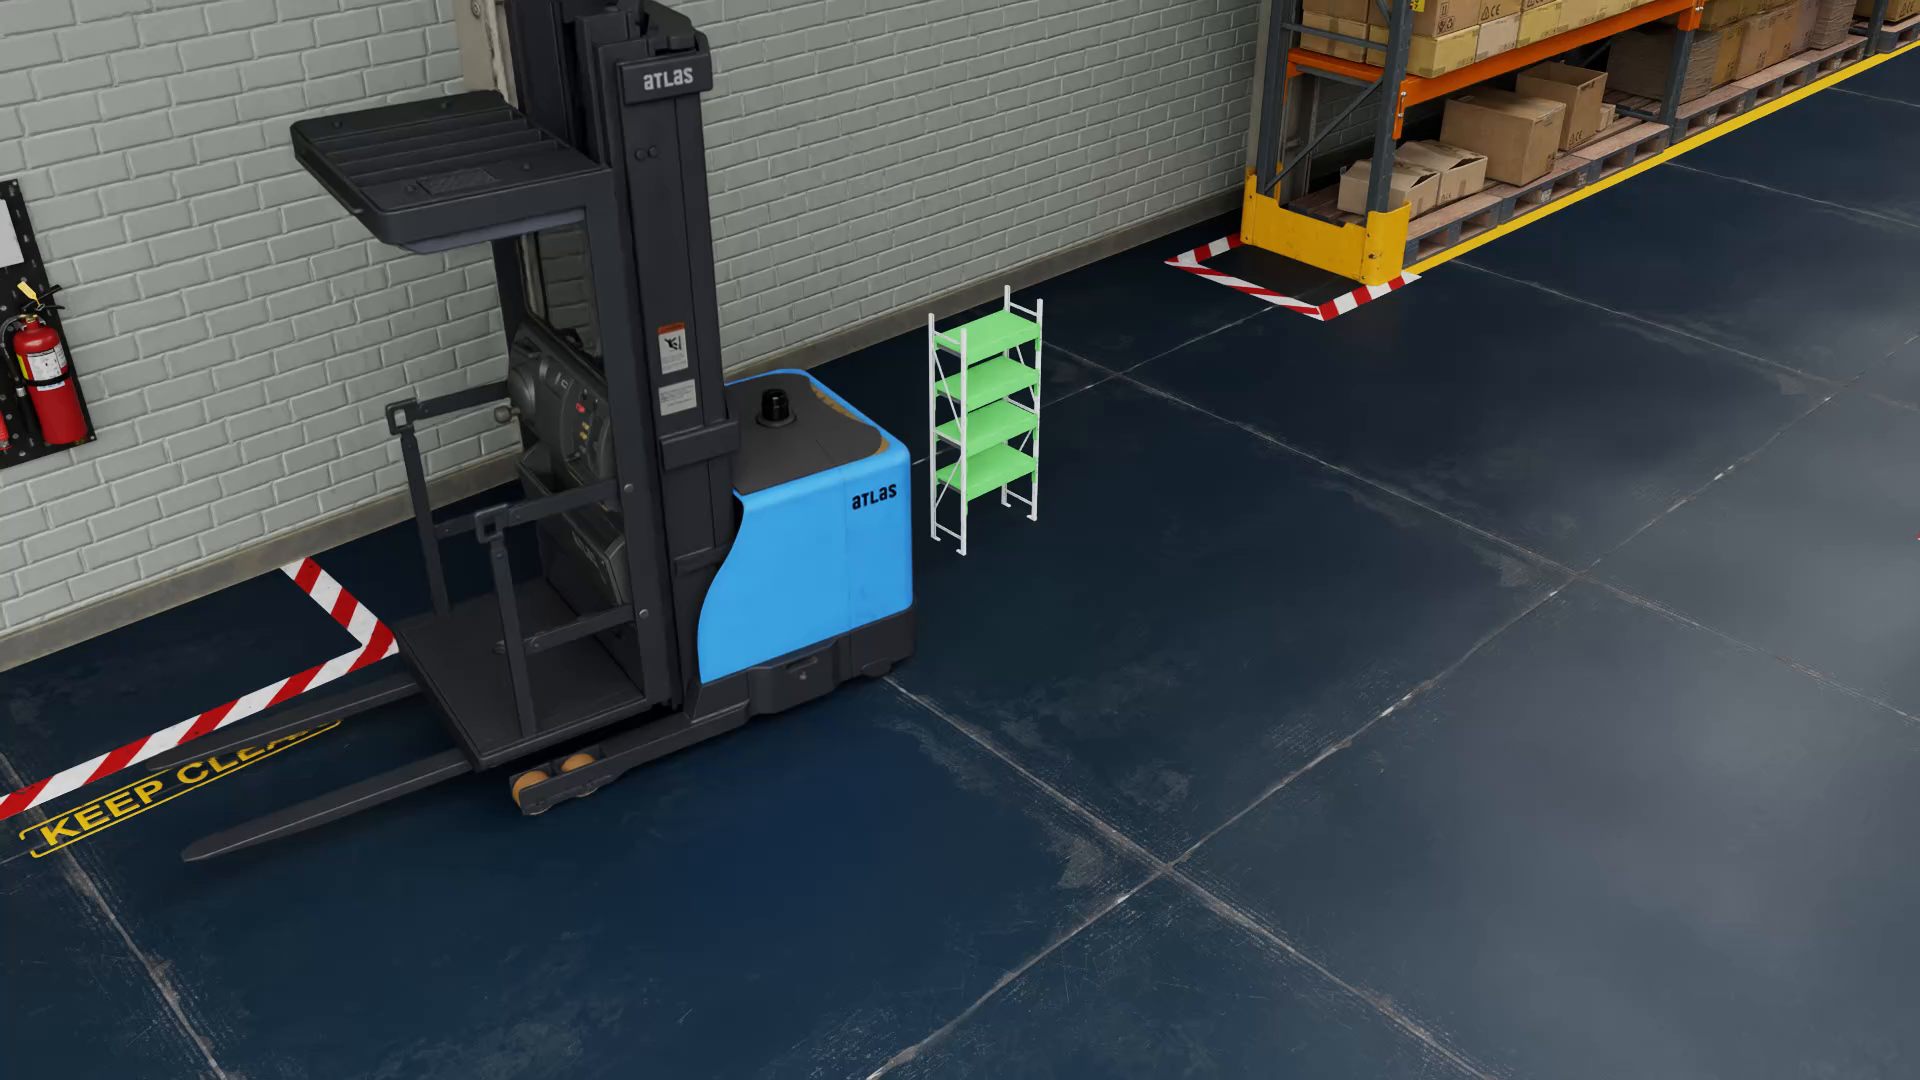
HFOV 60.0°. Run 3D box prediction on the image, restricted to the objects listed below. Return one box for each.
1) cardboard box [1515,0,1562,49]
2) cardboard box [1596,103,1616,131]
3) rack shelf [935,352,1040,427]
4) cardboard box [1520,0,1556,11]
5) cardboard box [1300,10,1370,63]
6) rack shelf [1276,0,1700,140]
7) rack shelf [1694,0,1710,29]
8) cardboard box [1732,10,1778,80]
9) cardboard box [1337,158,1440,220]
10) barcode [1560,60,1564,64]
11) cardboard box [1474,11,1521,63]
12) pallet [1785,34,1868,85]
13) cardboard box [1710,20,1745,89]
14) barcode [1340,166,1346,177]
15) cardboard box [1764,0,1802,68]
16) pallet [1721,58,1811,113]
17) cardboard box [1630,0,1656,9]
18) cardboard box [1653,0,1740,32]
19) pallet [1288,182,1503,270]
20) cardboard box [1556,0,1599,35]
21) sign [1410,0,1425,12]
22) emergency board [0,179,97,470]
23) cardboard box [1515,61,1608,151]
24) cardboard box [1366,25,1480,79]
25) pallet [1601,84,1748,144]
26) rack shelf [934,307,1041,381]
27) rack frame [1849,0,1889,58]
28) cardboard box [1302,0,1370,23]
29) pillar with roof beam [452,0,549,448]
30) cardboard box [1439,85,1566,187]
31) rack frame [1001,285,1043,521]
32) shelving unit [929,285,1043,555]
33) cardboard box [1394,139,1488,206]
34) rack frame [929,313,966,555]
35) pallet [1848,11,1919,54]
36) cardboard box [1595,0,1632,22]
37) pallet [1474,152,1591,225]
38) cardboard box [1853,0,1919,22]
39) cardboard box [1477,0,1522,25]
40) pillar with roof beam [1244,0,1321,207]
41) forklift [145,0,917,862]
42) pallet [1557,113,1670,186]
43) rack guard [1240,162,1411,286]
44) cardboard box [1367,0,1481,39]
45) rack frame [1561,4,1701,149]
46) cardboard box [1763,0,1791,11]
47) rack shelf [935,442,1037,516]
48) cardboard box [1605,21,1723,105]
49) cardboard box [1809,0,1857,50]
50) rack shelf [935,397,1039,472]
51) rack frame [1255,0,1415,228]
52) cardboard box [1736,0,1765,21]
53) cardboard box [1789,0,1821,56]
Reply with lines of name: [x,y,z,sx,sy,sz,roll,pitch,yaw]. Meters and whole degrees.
cardboard box: [3.732,-3.566,11.332,0.500,0.250,0.500,-27,40,-36]
cardboard box: [4.971,-3.399,13.227,0.380,0.166,0.250,23,38,33]
rack shelf: [0.121,-0.721,7.941,0.480,0.148,0.258,-26,40,-35]
cardboard box: [3.716,-3.873,11.115,0.500,0.500,0.500,-27,41,-37]
cardboard box: [2.620,-3.387,11.038,0.500,0.250,0.500,-25,39,-35]
rack shelf: [3.876,-3.605,11.959,4.000,0.370,1.077,-26,40,-35]
rack shelf: [6.809,-5.024,14.280,4.000,0.370,1.077,-26,40,-35]
cardboard box: [6.617,-4.378,14.508,0.500,0.500,0.700,-25,40,-35]
cardboard box: [2.978,-2.454,11.543,0.500,0.311,0.500,24,39,34]
barcode: [4.783,-3.779,13.223,0.075,0.075,0.001,-26,40,-35]
cardboard box: [3.354,-3.388,11.040,0.500,0.250,0.500,-27,41,-37]
pallet: [7.702,-4.574,15.527,1.213,0.211,1.003,-26,40,-35]
cardboard box: [6.216,-4.212,14.238,0.500,0.500,0.700,-27,40,-36]
barcode: [2.719,-2.617,11.802,0.075,0.075,0.001,-26,40,-35]
cardboard box: [6.981,-4.560,14.807,0.500,0.500,0.700,-26,40,-36]
pallet: [6.807,-4.143,14.823,1.213,0.211,1.003,-26,40,-35]
cardboard box: [4.830,-4.108,12.217,0.500,0.250,0.500,-26,40,-35]
cardboard box: [6.192,-4.487,13.968,0.500,0.250,0.500,-27,40,-36]
pallet: [3.085,-2.314,11.832,1.213,0.211,1.003,-26,40,-35]
cardboard box: [4.104,-3.745,11.624,0.500,0.250,0.500,-25,40,-35]
sign: [2.778,-3.364,10.046,0.005,0.325,0.100,-26,40,-35]
emergency board: [-3.903,-0.791,6.669,0.643,1.169,0.194,-26,40,-35]
cardboard box: [4.609,-3.359,12.842,0.500,0.500,0.500,26,40,35]
cardboard box: [2.983,-3.198,10.730,0.500,0.250,0.500,-27,41,-37]
pallet: [5.912,-3.708,14.112,1.213,0.211,1.003,-26,40,-35]
rack shelf: [0.121,-0.926,7.816,0.480,0.148,0.258,-26,40,-35]
rack frame: [8.276,-6.040,15.252,0.127,3.000,1.000,-26,40,-35]
cardboard box: [2.610,-3.715,10.856,0.500,0.500,0.500,-26,40,-36]
pillar with roof beam: [0.862,-2.566,3.820,0.400,9.000,9.100,-26,40,-35]
cardboard box: [3.968,-2.978,12.219,0.700,0.500,0.500,26,40,36]
rack frame: [0.300,-0.657,8.175,0.015,1.200,0.240,-26,40,-35]
shelving unit: [0.121,-0.571,8.033,0.503,1.200,0.258,-26,40,-35]
cardboard box: [3.396,-2.656,11.874,0.500,0.311,0.500,-22,38,-32]
rack frame: [-0.058,-0.484,7.891,0.015,1.200,0.240,-26,40,-35]
pallet: [8.905,-5.101,16.390,1.213,0.211,1.003,-26,40,-35]
cardboard box: [4.472,-3.924,11.916,0.500,0.250,0.500,-26,40,-36]
pallet: [3.979,-2.745,12.536,1.213,0.211,1.003,-26,40,-35]
cardboard box: [8.904,-5.513,16.048,0.750,0.750,0.750,-26,40,-36]
cardboard box: [3.333,-3.693,10.819,0.500,0.500,0.500,-26,40,-35]
pillar with roof beam: [5.262,-4.694,7.300,0.400,9.000,9.100,-26,40,-35]
forklift: [-1.700,-0.494,6.248,3.031,2.935,1.130,-19,36,-28]
pallet: [4.874,-3.180,13.248,1.213,0.211,1.003,-26,40,-35]
rack guard: [2.465,-2.163,11.308,0.348,0.500,1.175,-26,40,-35]
cardboard box: [2.964,-3.521,10.539,0.500,0.500,0.500,-26,40,-35]
rack frame: [5.342,-4.621,12.932,0.127,3.000,1.000,-26,40,-35]
cardboard box: [6.949,-4.843,14.551,0.500,0.250,0.500,-26,40,-36]
rack shelf: [0.121,-0.311,8.192,0.480,0.148,0.258,-26,40,-35]
cardboard box: [5.871,-4.010,13.906,0.500,0.500,0.700,-24,39,-34]
cardboard box: [7.783,-4.886,15.339,0.500,0.500,0.700,-25,39,-35]
rack shelf: [0.121,-0.516,8.066,0.480,0.148,0.258,-26,40,-35]
rack frame: [2.409,-3.202,10.612,0.127,3.000,1.000,-26,40,-35]
cardboard box: [6.570,-4.673,14.273,0.500,0.250,0.500,-27,41,-37]
cardboard box: [7.326,-4.748,15.113,0.500,0.500,0.700,-26,40,-36]
